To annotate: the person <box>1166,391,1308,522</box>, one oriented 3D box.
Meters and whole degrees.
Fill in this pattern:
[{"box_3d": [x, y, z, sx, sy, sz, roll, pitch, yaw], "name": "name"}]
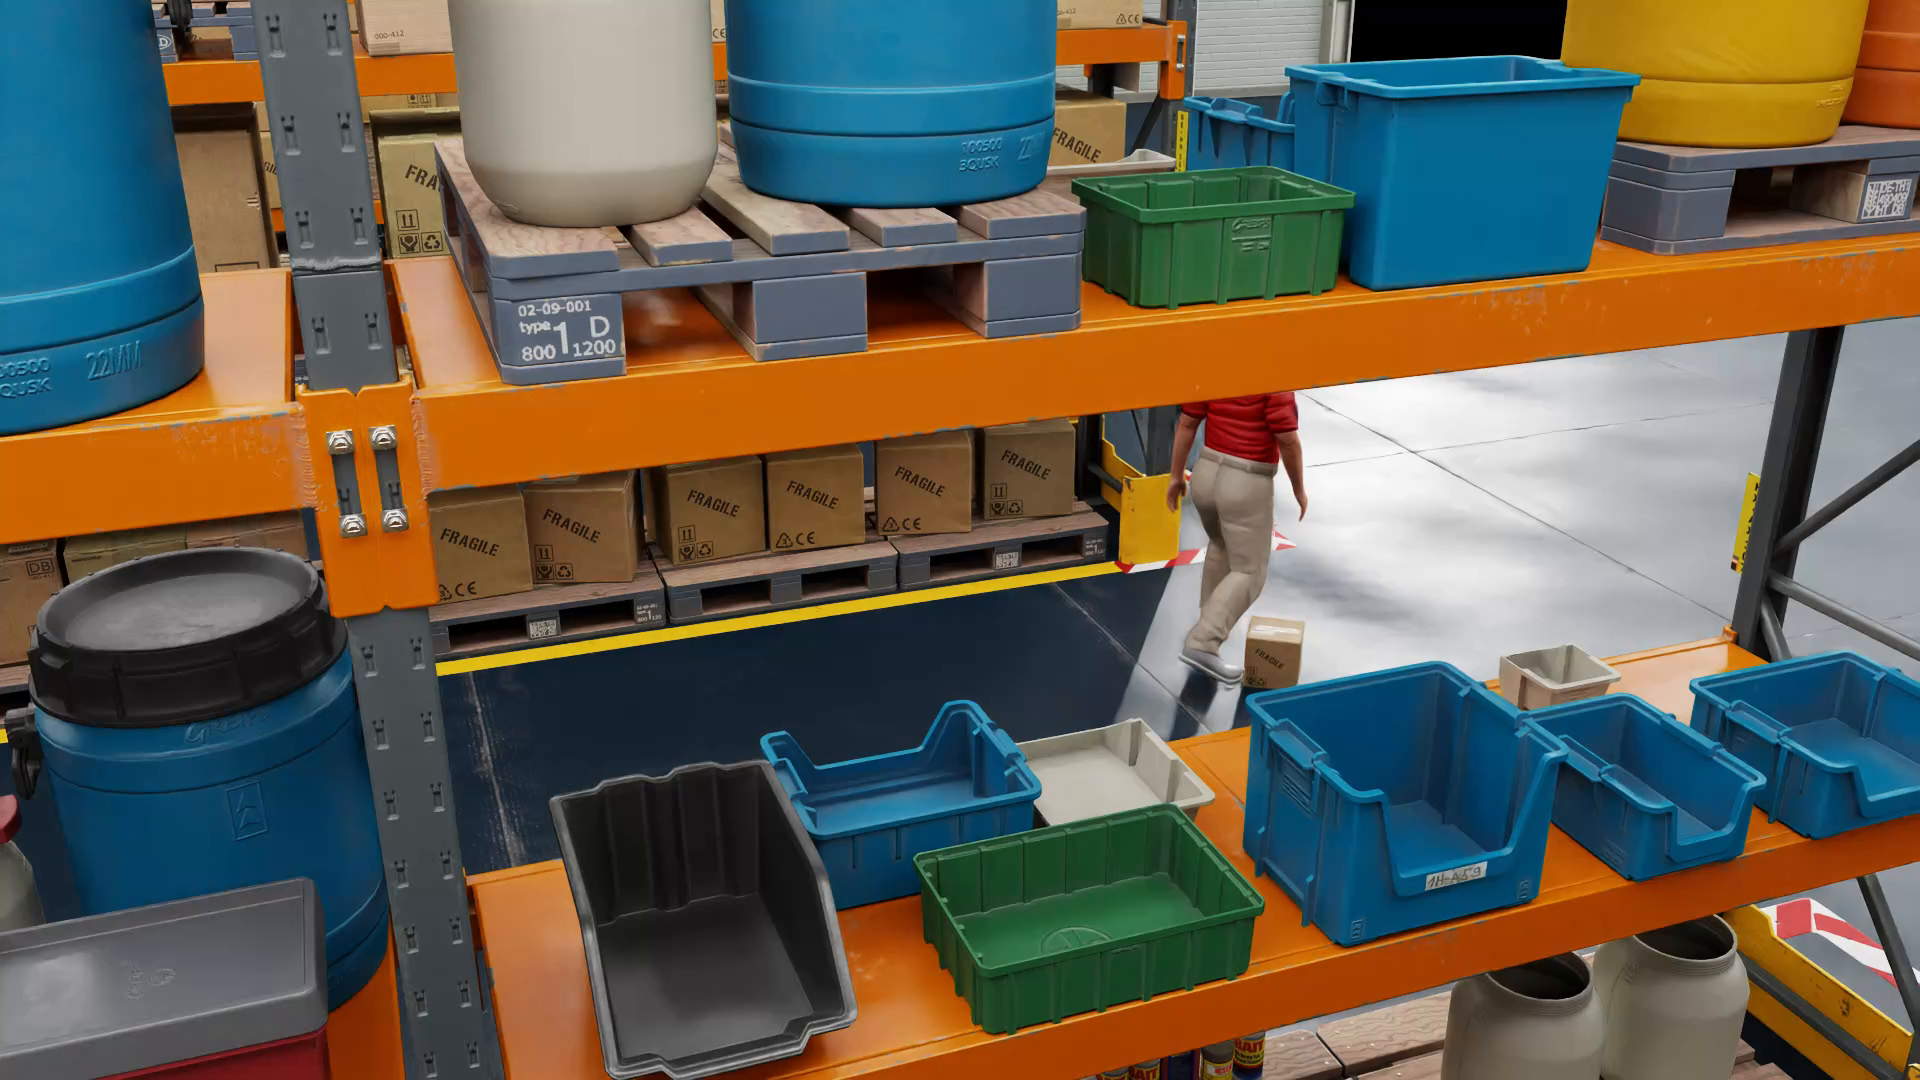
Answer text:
[{"box_3d": [1.308, -0.560, 7.623, 0.366, 1.015, 0.623, -20, 30, -40], "name": "person"}]
